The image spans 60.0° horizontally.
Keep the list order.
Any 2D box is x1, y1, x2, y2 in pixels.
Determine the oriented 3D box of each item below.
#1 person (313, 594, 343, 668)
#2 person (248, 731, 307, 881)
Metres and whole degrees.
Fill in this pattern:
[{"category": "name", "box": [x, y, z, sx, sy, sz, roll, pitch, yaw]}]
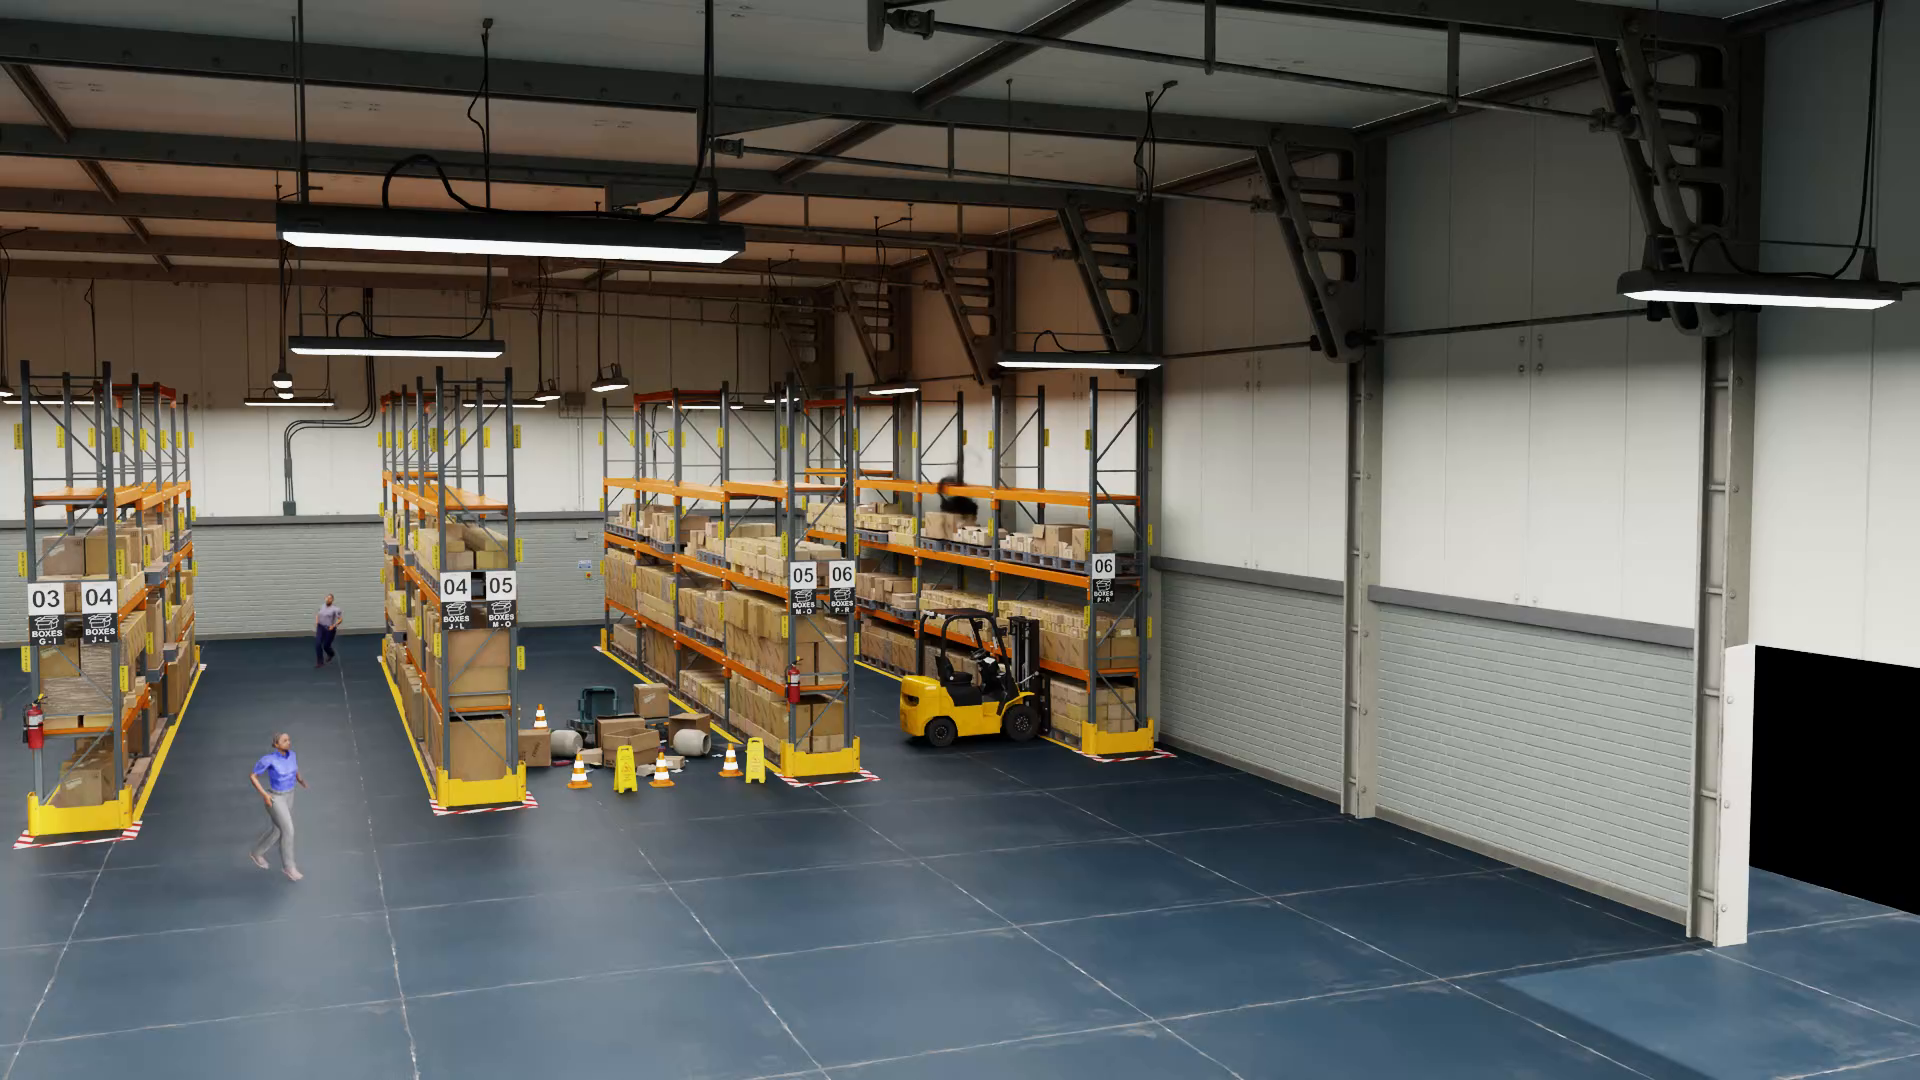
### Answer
[{"category": "person", "box": [-13.966, 2.001, 36.783, 0.649, 1.623, 0.679, 0, 3, 2]}, {"category": "person", "box": [-7.841, 3.024, 19.102, 0.797, 1.692, 0.576, 1, 4, 16]}]
